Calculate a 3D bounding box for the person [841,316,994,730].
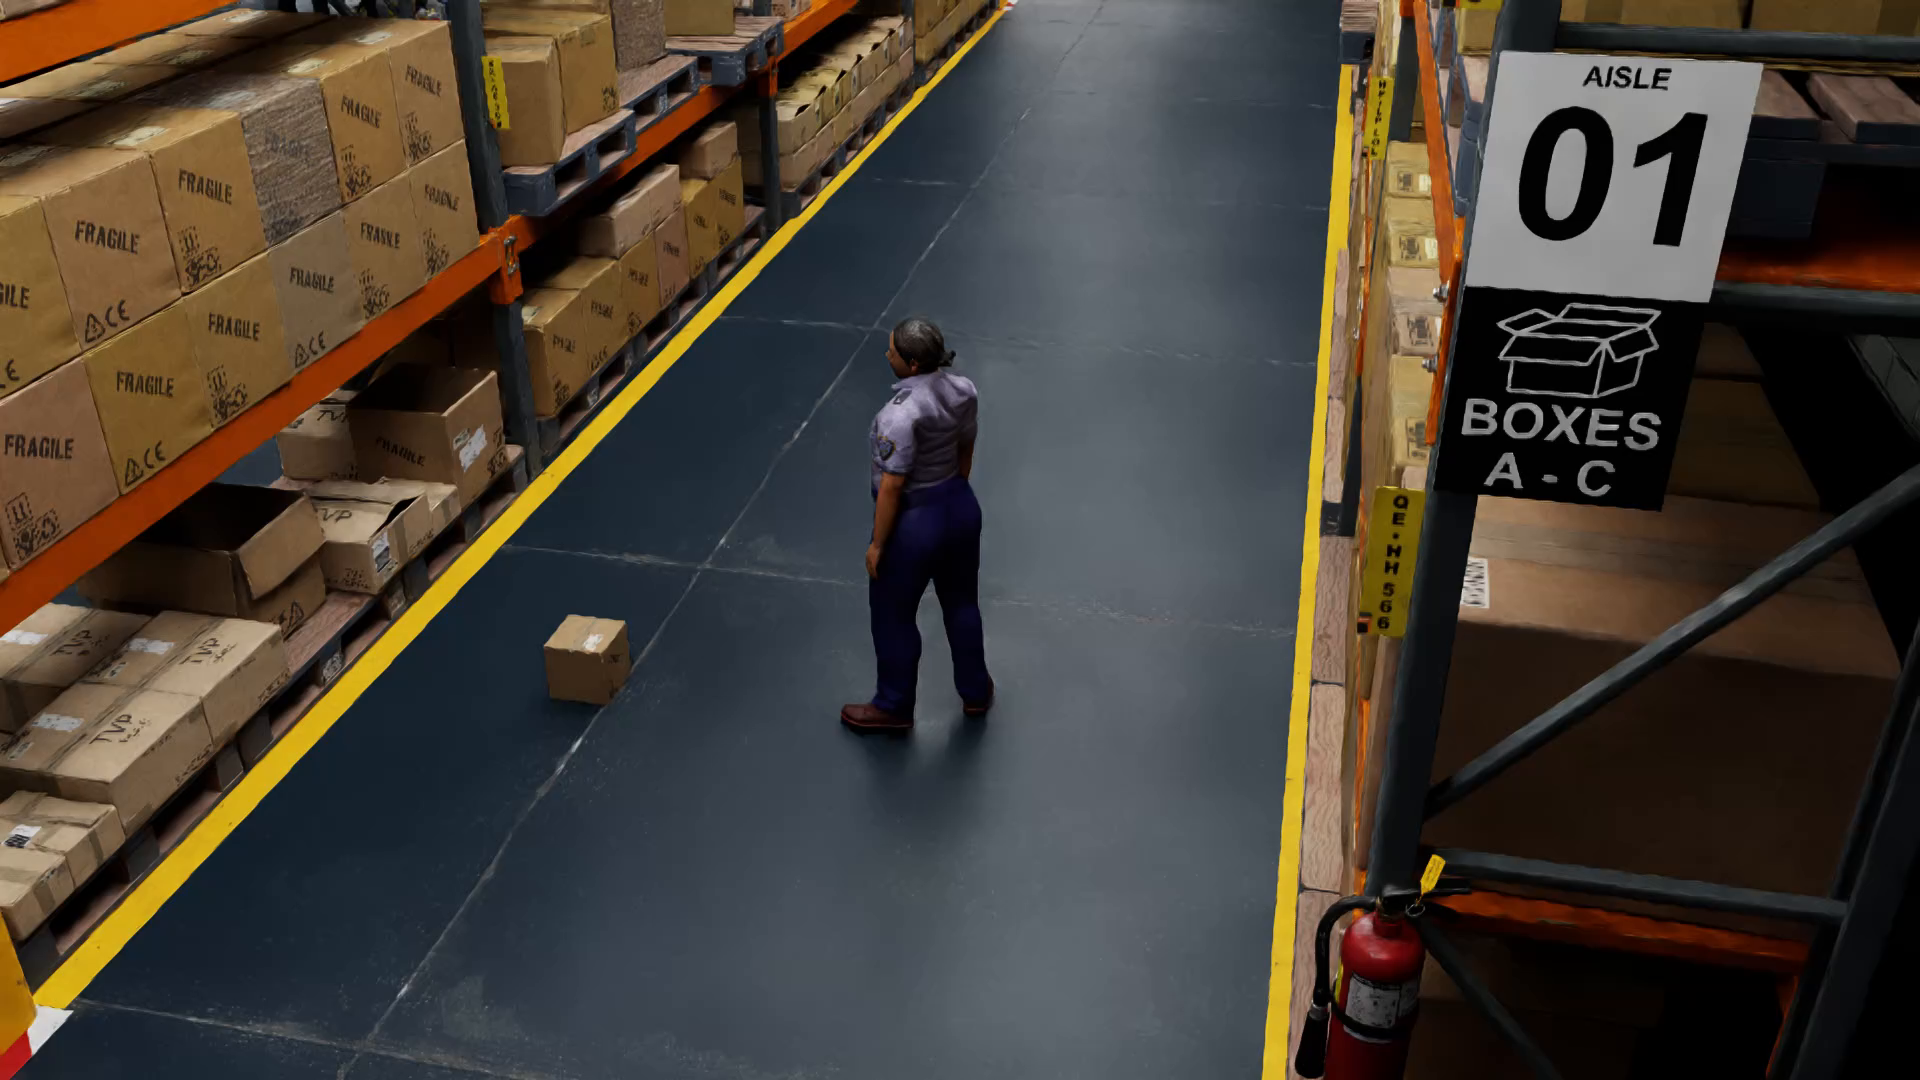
[{"bbox_3d":[-0.128,-0.052,6.201,0.624,1.655,0.404,-25,38,-38],"label":"person"}]
